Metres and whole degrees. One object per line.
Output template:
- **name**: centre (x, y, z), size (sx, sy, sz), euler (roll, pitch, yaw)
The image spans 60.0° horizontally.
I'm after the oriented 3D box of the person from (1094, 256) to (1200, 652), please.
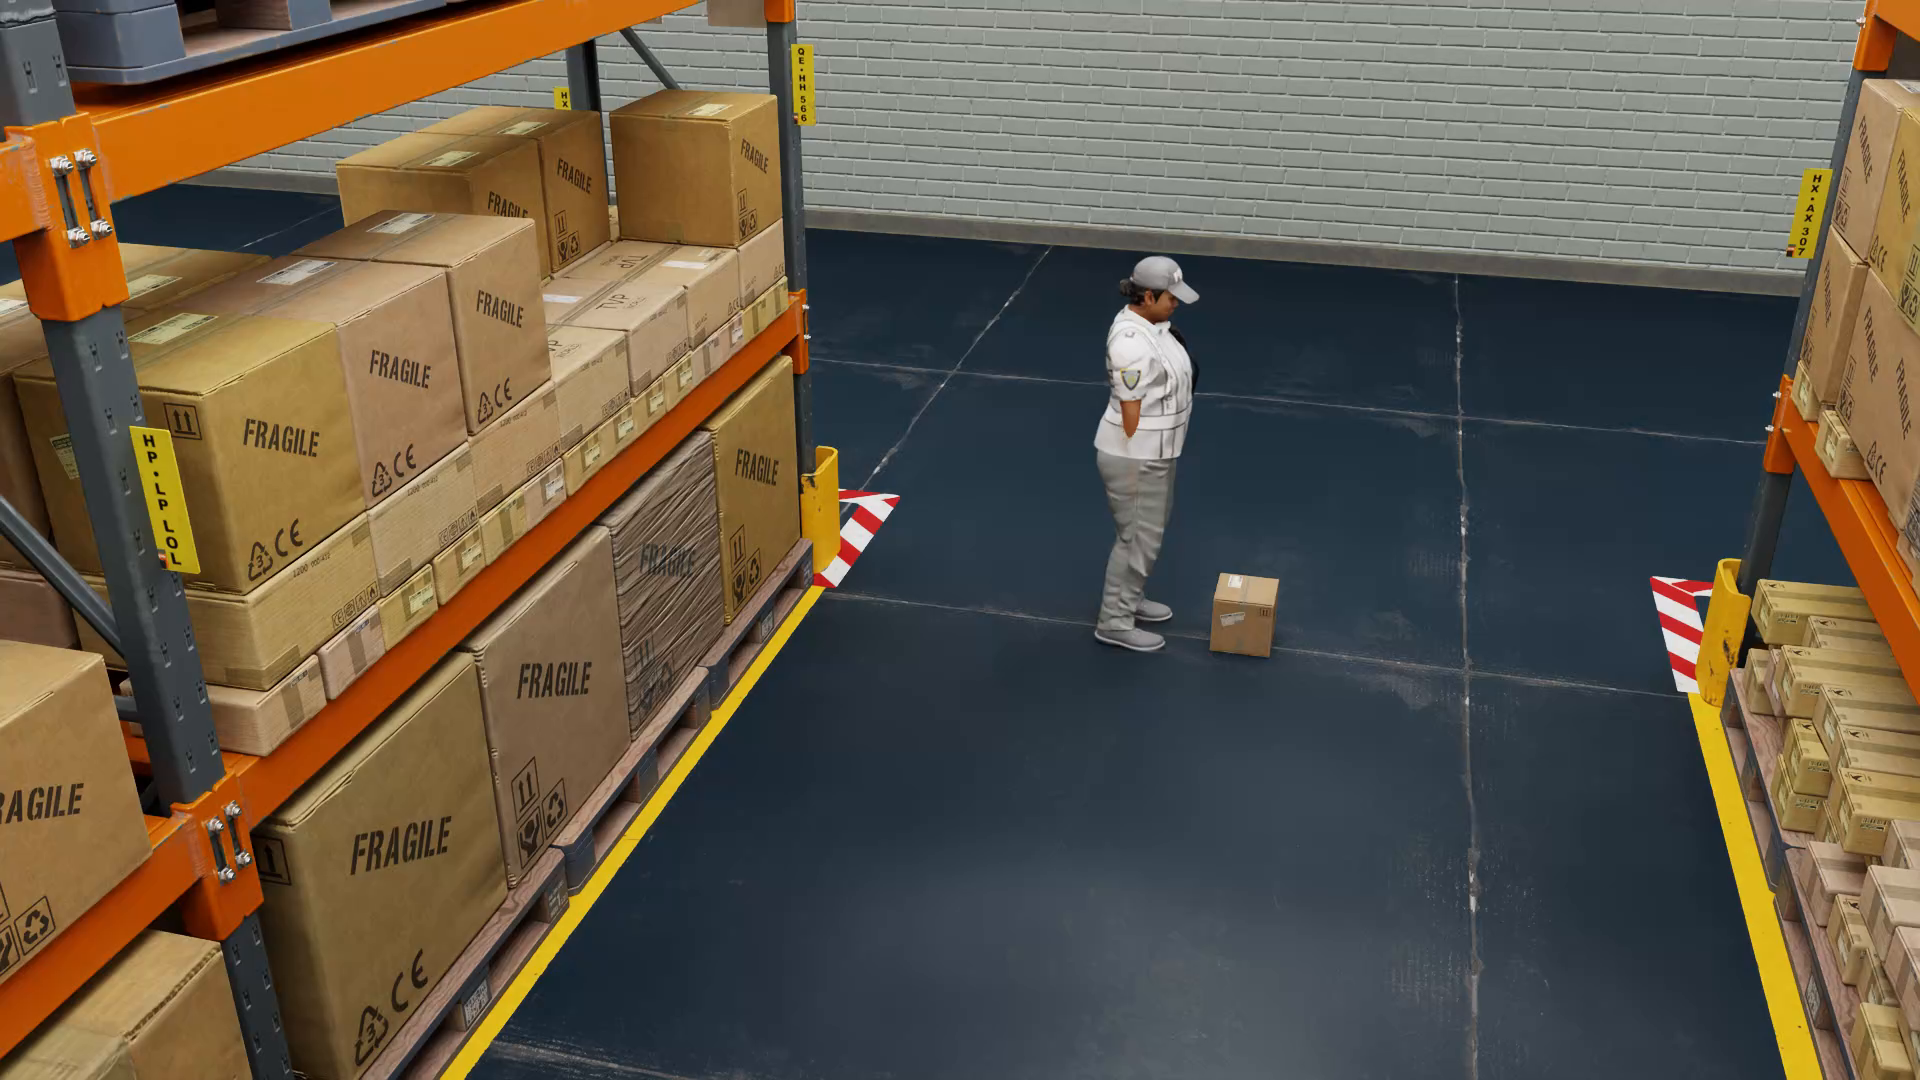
- **person**: centre (0.760, -0.368, 6.897), size (0.390, 1.656, 0.473), euler (7, 26, 14)
